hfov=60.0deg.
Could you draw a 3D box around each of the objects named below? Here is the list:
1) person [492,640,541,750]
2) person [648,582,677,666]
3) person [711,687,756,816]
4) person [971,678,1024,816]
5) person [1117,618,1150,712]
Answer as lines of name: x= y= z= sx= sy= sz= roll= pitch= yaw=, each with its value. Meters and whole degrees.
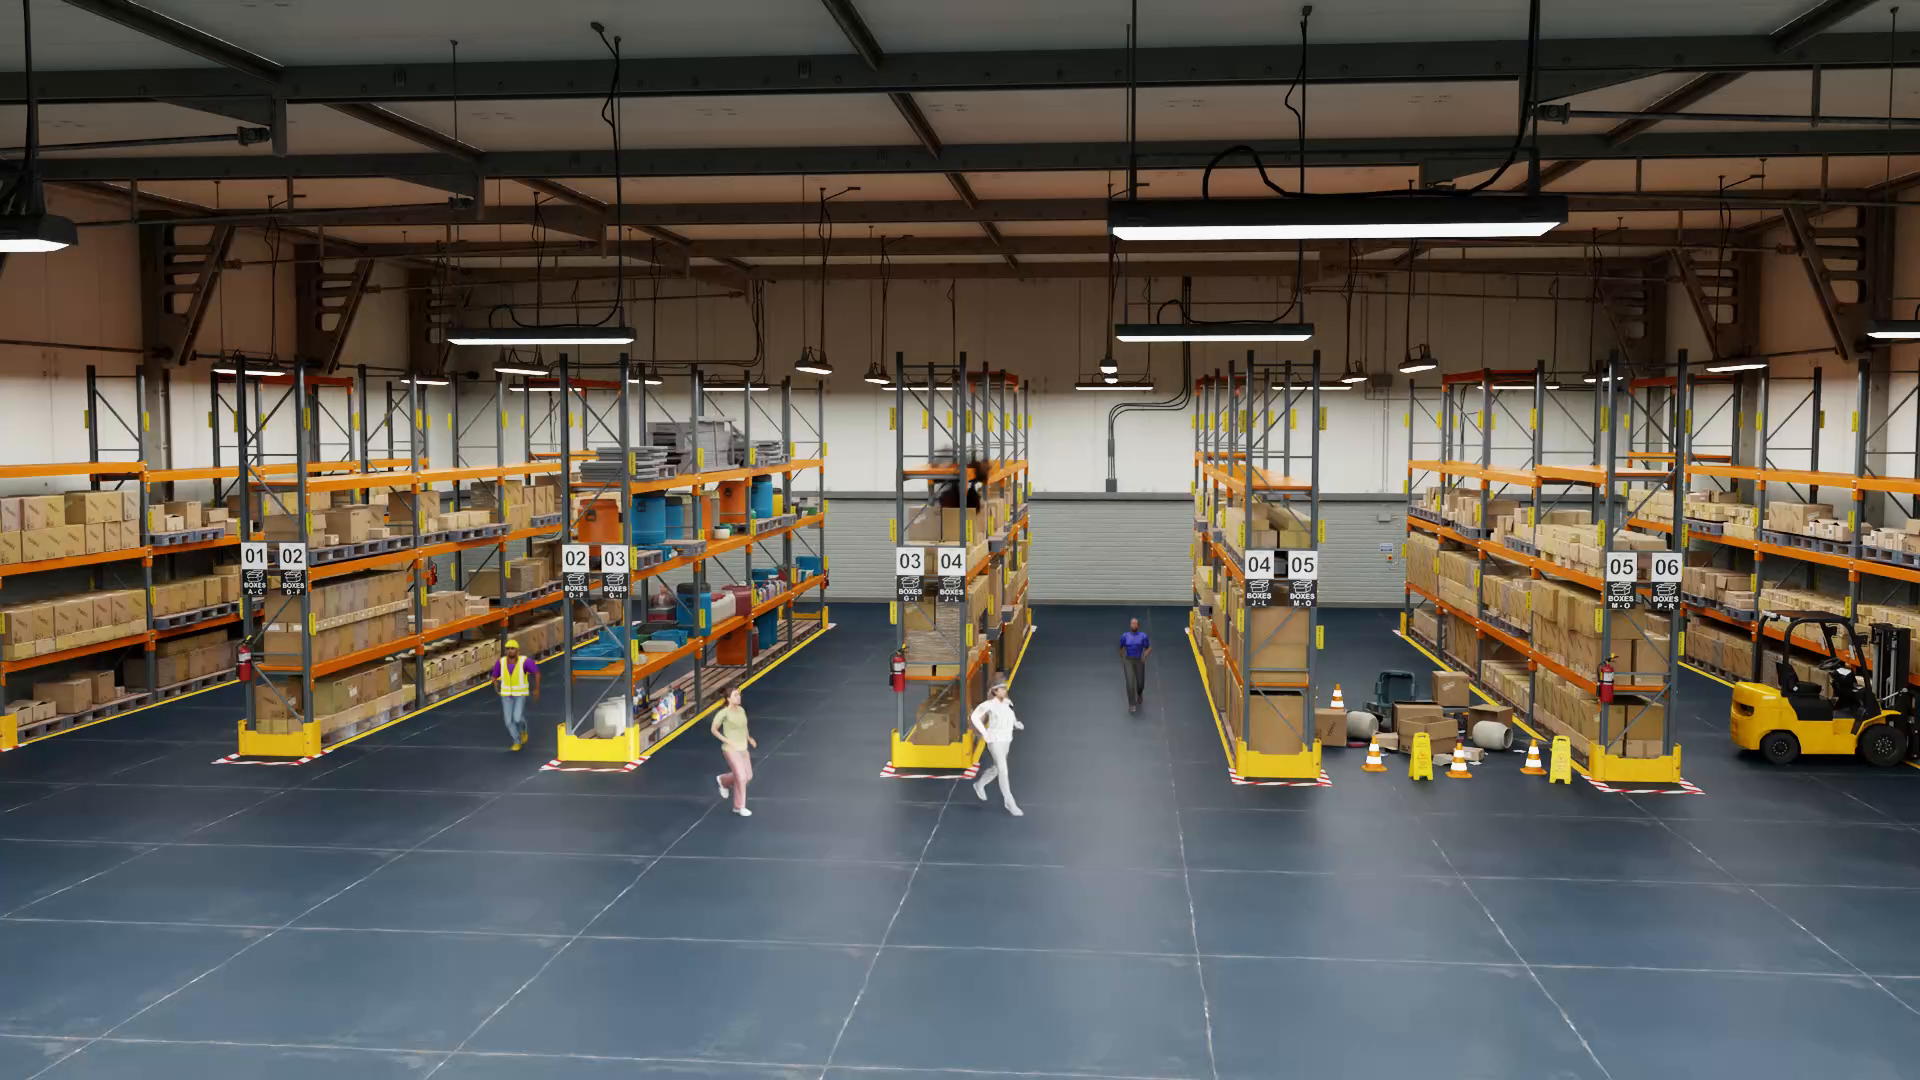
person: x=-6.773 y=2.360 z=25.242 sx=0.710 sy=1.704 sz=0.600 roll=0 pitch=4 yaw=2
person: x=-6.076 y=1.823 z=33.915 sx=0.704 sy=1.531 sz=0.643 roll=0 pitch=4 yaw=3
person: x=-2.928 y=2.686 z=21.290 sx=0.638 sy=1.635 sz=0.581 roll=3 pitch=5 yaw=38
person: x=0.501 y=2.625 z=21.430 sx=0.898 sy=1.717 sz=0.613 roll=4 pitch=6 yaw=44
person: x=3.016 y=2.148 z=28.870 sx=0.576 sy=1.604 sz=0.612 roll=0 pitch=4 yaw=7
